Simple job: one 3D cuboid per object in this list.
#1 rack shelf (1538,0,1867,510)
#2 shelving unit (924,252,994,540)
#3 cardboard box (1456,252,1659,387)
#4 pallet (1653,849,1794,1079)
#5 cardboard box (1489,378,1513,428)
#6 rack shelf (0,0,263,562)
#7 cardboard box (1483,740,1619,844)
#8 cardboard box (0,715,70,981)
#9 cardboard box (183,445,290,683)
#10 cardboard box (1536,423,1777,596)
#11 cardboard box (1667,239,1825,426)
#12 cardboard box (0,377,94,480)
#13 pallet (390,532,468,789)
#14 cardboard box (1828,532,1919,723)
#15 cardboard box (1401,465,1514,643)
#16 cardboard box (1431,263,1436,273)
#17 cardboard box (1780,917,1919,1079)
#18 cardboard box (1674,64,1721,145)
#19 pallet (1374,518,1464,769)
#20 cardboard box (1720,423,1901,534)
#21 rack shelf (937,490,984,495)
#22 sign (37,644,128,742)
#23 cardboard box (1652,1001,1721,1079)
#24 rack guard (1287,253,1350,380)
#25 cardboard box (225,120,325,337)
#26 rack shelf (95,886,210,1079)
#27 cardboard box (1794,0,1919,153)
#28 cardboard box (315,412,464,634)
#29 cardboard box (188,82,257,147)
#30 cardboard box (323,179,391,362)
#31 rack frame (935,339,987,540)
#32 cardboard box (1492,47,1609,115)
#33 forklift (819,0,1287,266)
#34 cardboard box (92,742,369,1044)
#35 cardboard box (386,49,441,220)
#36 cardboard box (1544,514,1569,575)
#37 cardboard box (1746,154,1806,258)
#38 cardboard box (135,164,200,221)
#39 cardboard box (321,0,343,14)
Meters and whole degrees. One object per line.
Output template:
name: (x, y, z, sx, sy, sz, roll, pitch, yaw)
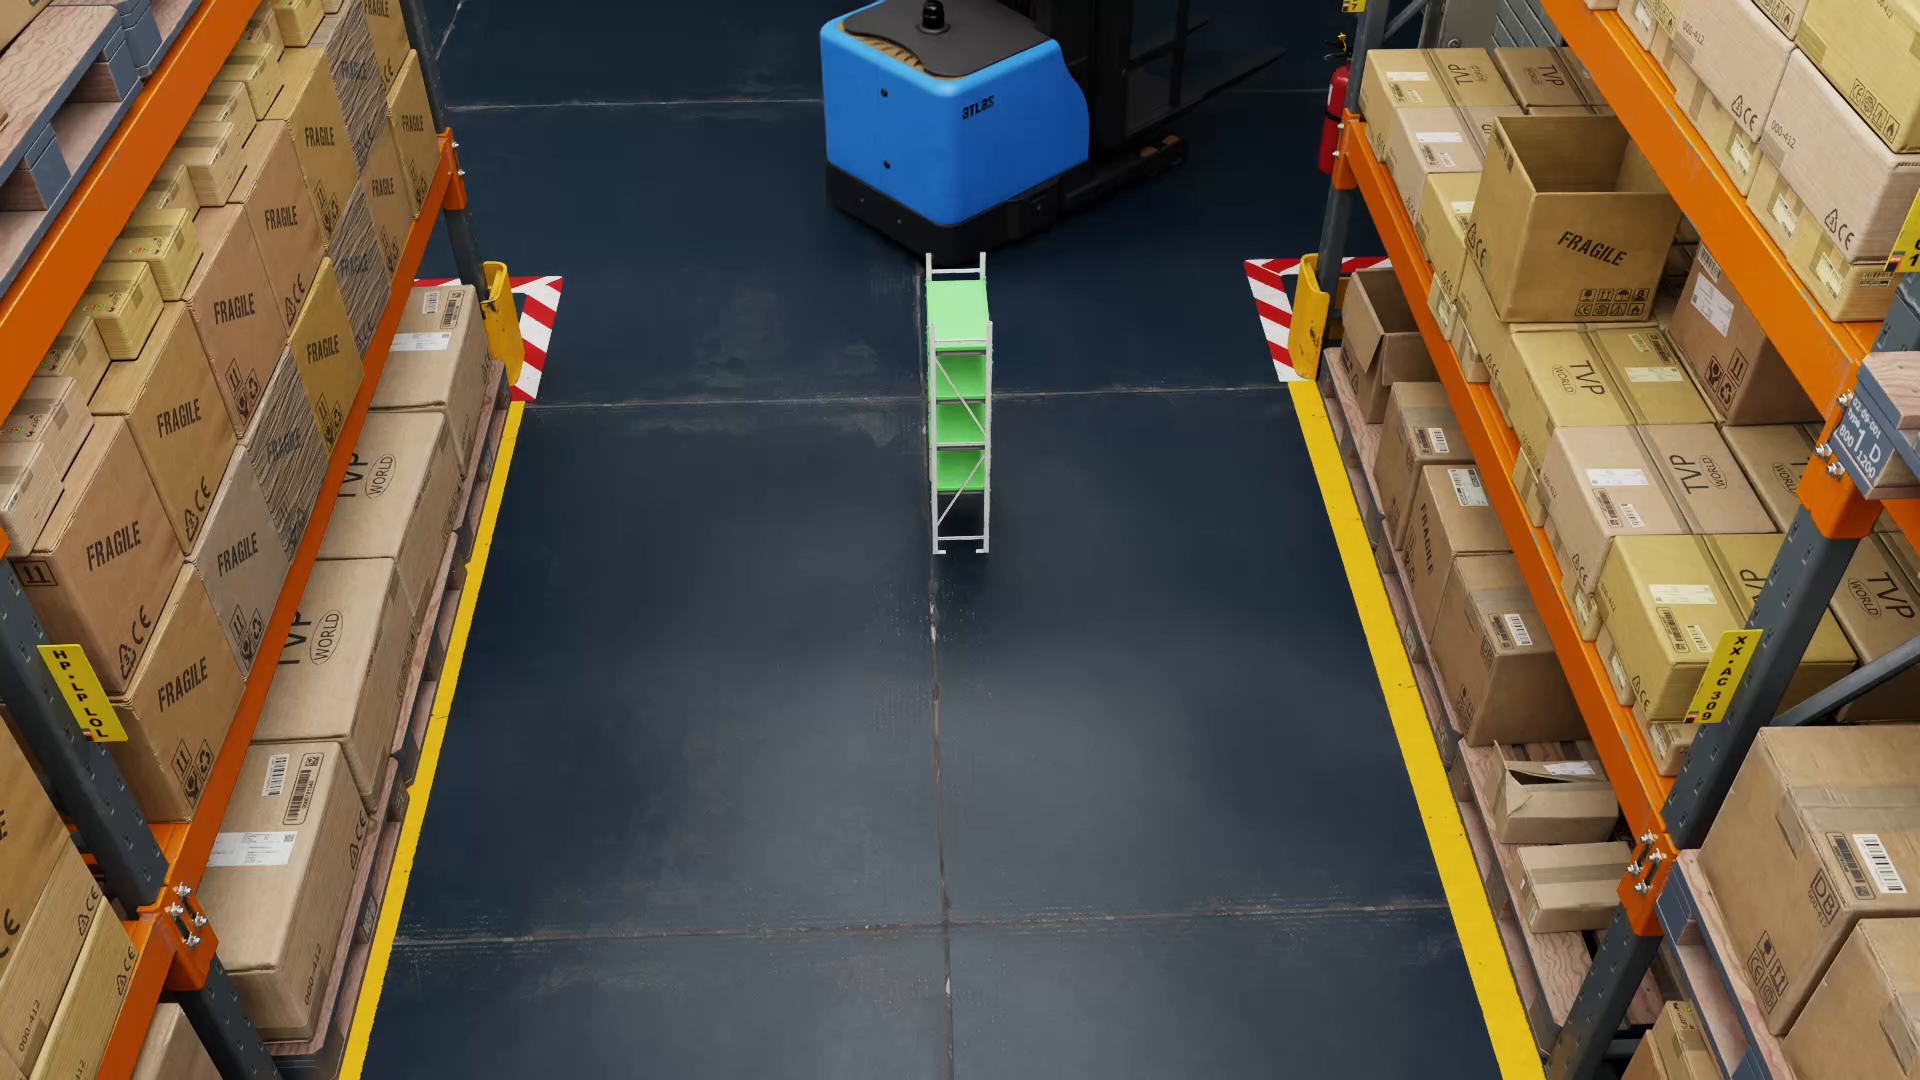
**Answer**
rack shelf: (2.305, -1.559, 5.043, 1.077, 0.370, 4.000, -2, 43, -2)
shelving unit: (-6.231, 2.361, 3.786, 13.061, 1.200, 8.595, -2, 43, -2)
cardboard box: (2.060, -0.782, 5.774, 0.500, 0.250, 0.500, -3, 43, -3)
pallet: (2.315, 1.245, 3.814, 1.003, 0.211, 1.213, -2, 43, -2)
cardboard box: (2.076, -0.526, 5.790, 0.380, 0.149, 0.250, -2, 43, -2)
rack shelf: (-7.605, -0.719, 5.237, 10.987, 1.870, 4.000, -2, 43, -2)
cardboard box: (2.058, 0.876, 5.787, 0.396, 0.266, 0.258, 0, 43, 0)
cardboard box: (-2.299, 0.666, 3.490, 0.500, 0.500, 0.500, 0, 43, 0)
cardboard box: (-2.345, 0.076, 4.873, 0.500, 0.500, 0.500, -1, 43, -2)
cardboard box: (2.089, -0.097, 5.027, 0.500, 0.250, 0.500, -2, 43, -2)
cardboard box: (2.593, -0.712, 5.143, 0.500, 0.500, 0.500, -3, 43, -3)
cardboard box: (-2.350, -0.261, 4.021, 0.380, 0.149, 0.250, -1, 43, -1)
pallet: (-2.578, 0.464, 6.588, 1.003, 0.211, 1.213, -2, 43, -2)
cardboard box: (2.601, 2.856, 1.620, 0.659, 0.500, 8.552, 0, 43, 0)
cardboard box: (2.071, 0.052, 6.513, 0.500, 0.500, 0.500, -1, 43, -1)
cardboard box: (2.029, -1.048, 6.359, 0.380, 0.149, 0.250, -1, 43, -1)
cardboard box: (2.209, 1.123, 3.420, 0.700, 0.500, 0.500, -1, 43, -1)
cardboard box: (2.064, -1.128, 4.227, 0.380, 0.149, 0.250, -2, 43, -2)
pallet: (2.307, 0.371, 6.690, 1.003, 0.211, 1.213, -2, 43, -2)
cardboard box: (2.610, -0.103, 5.033, 0.500, 0.250, 0.500, -2, 43, -2)
rack shelf: (-0.007, -0.351, 7.153, 0.199, 0.029, 0.442, -2, 43, -2)
sign: (-2.027, 0.357, 3.842, 0.100, 0.325, 0.005, -2, 43, -2)
cardboard box: (2.139, 1.409, 4.552, 0.380, 0.149, 0.250, 0, 43, 0)
rack guard: (2.223, -1.096, 8.075, 1.175, 0.500, 0.348, -2, 43, -2)
cardboard box: (-2.392, -0.985, 5.291, 0.500, 0.500, 0.500, -2, 43, -2)
rack shelf: (-2.484, 2.392, 2.953, 1.077, 0.370, 4.000, -2, 43, -2)
cardboard box: (2.128, -1.046, 3.473, 0.500, 0.250, 0.500, -2, 43, -2)
cardboard box: (-2.564, -0.074, 6.696, 0.875, 0.438, 0.875, -1, 43, -1)
cardboard box: (-2.422, -1.294, 5.148, 0.380, 0.149, 0.250, 0, 43, 0)
cardboard box: (-2.416, -0.956, 5.999, 0.500, 0.500, 0.500, -1, 43, -1)
rack frame: (0.004, -0.389, 6.787, 0.228, 1.046, 0.006, -2, 43, -2)
cardboard box: (2.505, -1.820, 6.906, 0.500, 0.250, 0.500, 0, 43, -1)
forklift: (-3.007, -2.711, 8.104, 9.713, 2.843, 4.780, -32, 51, -30)
cardboard box: (-2.488, 1.140, 5.372, 0.875, 0.438, 0.875, -2, 43, -2)
cardboard box: (-2.454, -1.642, 6.748, 0.500, 0.500, 0.500, -1, 43, -2)
cardboard box: (2.072, -0.011, 5.228, 0.380, 0.149, 0.250, -1, 43, -1)
cardboard box: (2.072, -0.781, 3.848, 0.380, 0.149, 0.250, -2, 43, -2)
cardboard box: (-2.427, -0.949, 4.772, 0.380, 0.149, 0.250, -2, 43, -2)
cardboard box: (-2.394, -1.989, 5.906, 0.380, 0.149, 0.250, -2, 43, -2)
